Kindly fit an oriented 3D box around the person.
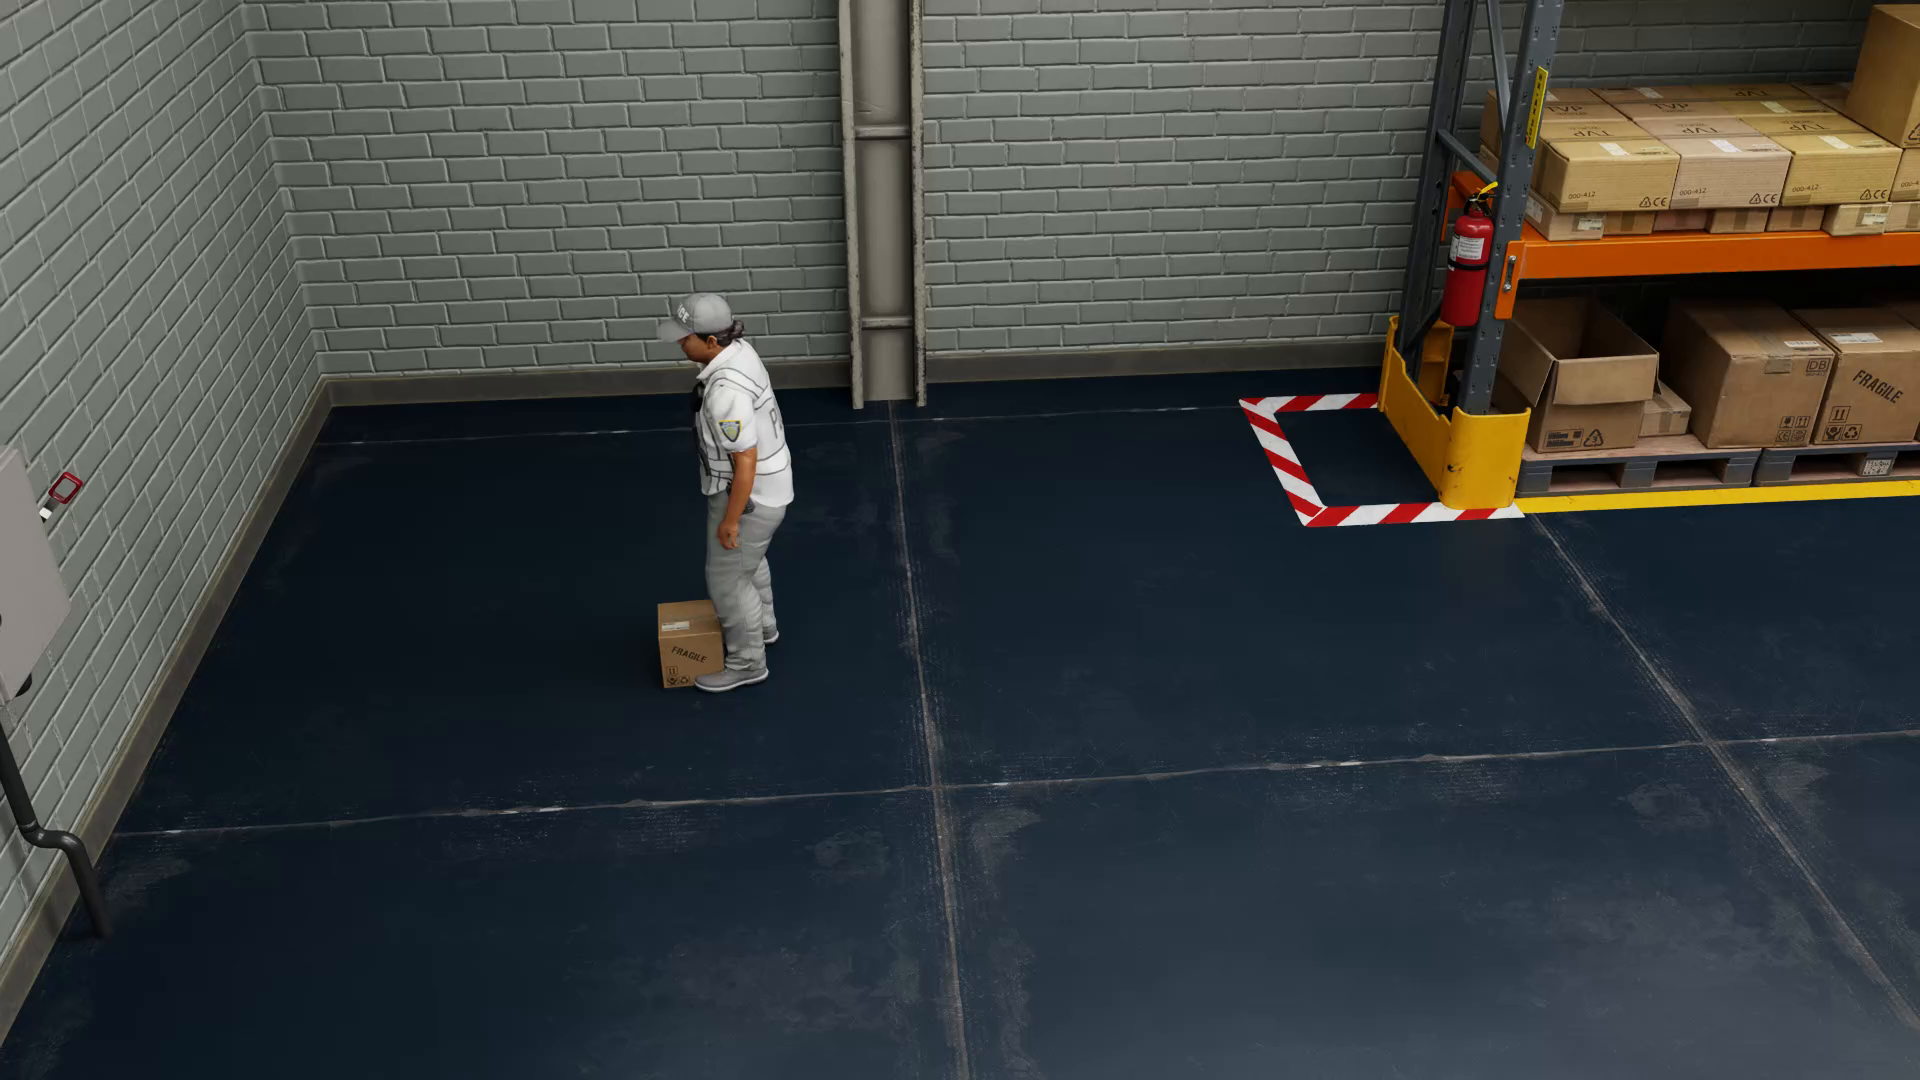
[{"bbox_3d":[-0.887,-0.194,6.445,0.451,1.667,0.562,-4,32,-7],"label":"person"}]
